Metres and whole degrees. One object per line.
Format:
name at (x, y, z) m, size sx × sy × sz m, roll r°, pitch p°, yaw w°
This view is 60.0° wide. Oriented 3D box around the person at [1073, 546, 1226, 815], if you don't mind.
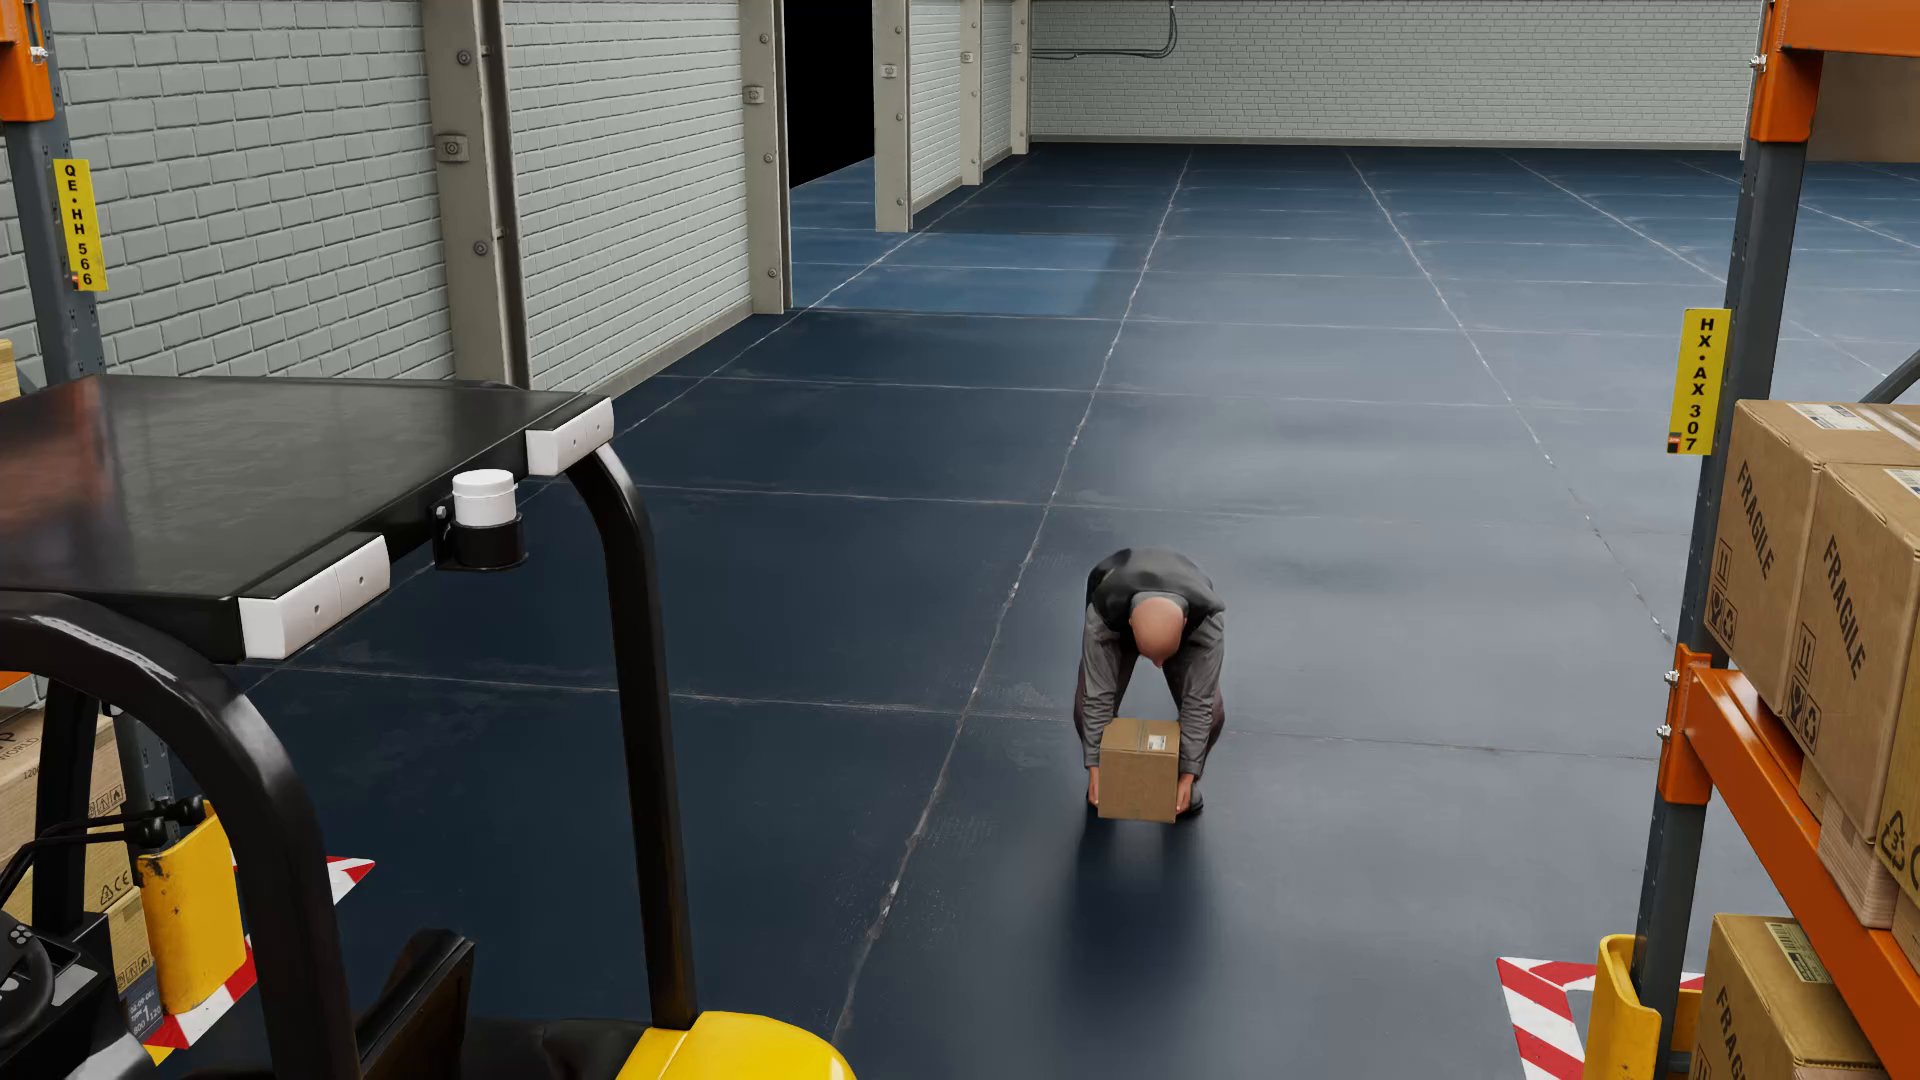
person at (0.653, 0.516, 5.722) m, size 0.520 × 0.968 × 0.939 m, roll 2°, pitch 18°, yaw 6°
